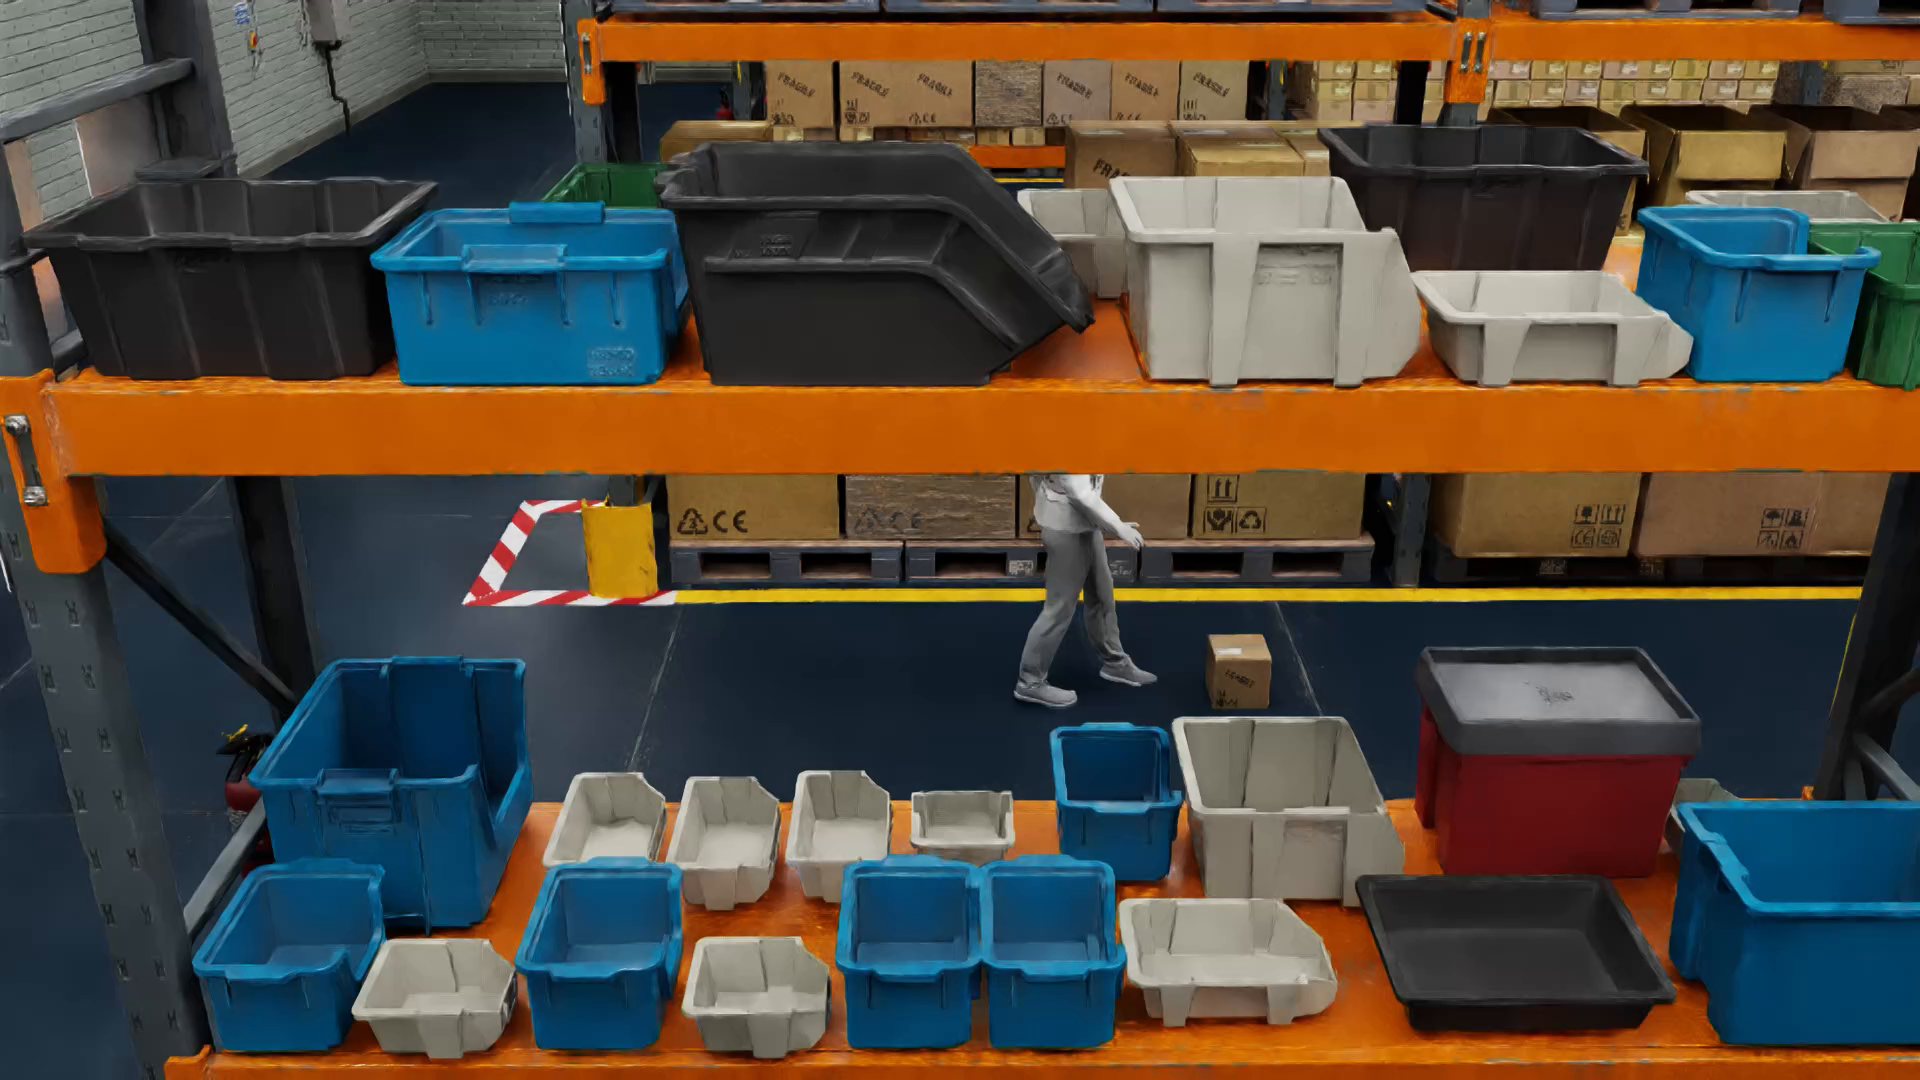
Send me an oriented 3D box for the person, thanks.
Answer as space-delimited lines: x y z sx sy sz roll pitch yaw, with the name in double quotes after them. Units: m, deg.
0.583 -0.059 7.252 0.688 1.712 0.559 -2 24 -5 "person"
